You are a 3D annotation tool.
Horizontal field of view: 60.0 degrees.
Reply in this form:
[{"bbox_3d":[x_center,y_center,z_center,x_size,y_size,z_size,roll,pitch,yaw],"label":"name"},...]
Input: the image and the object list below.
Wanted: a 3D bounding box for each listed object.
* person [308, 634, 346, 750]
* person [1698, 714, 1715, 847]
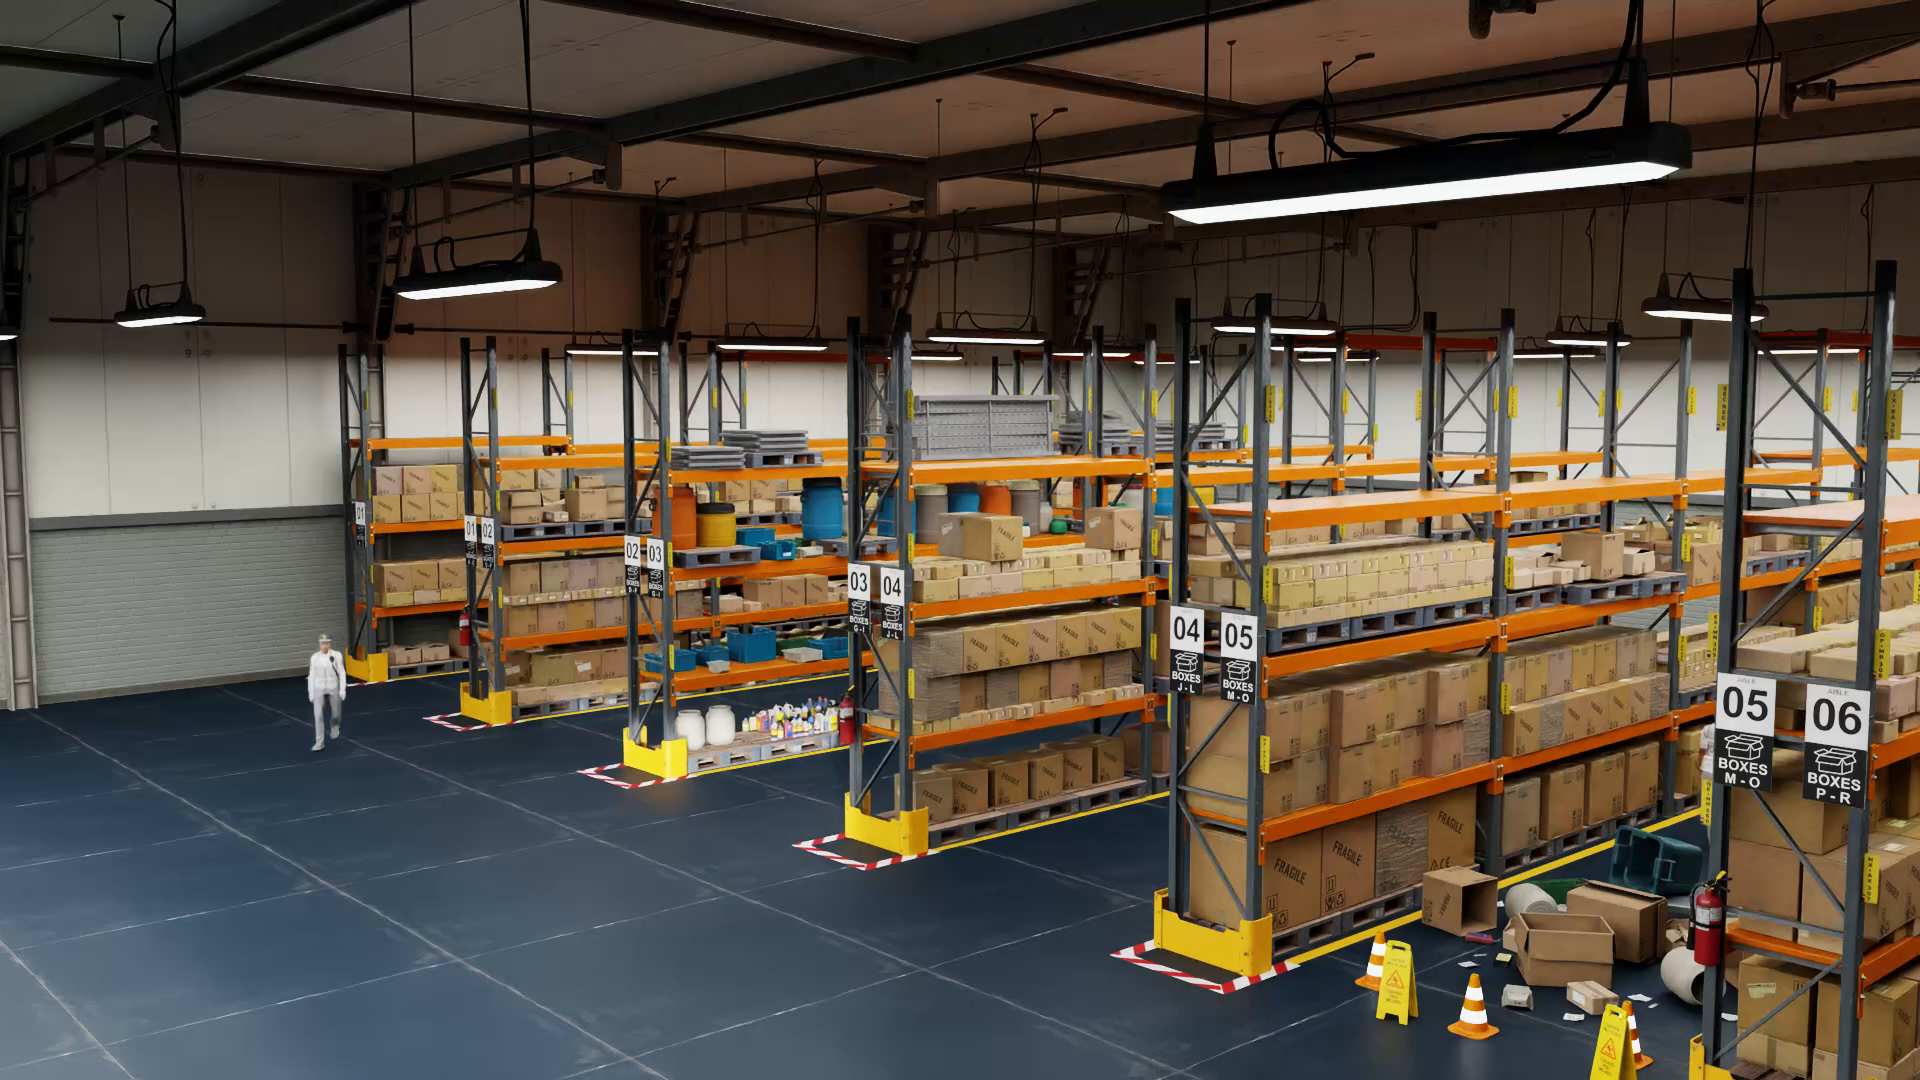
[{"bbox_3d":[-9.186,2.165,24.144,0.531,1.650,0.802,-1,5,-11],"label":"person"},{"bbox_3d":[8.576,2.668,18.734,0.522,1.660,0.537,-4,7,-40],"label":"person"}]
